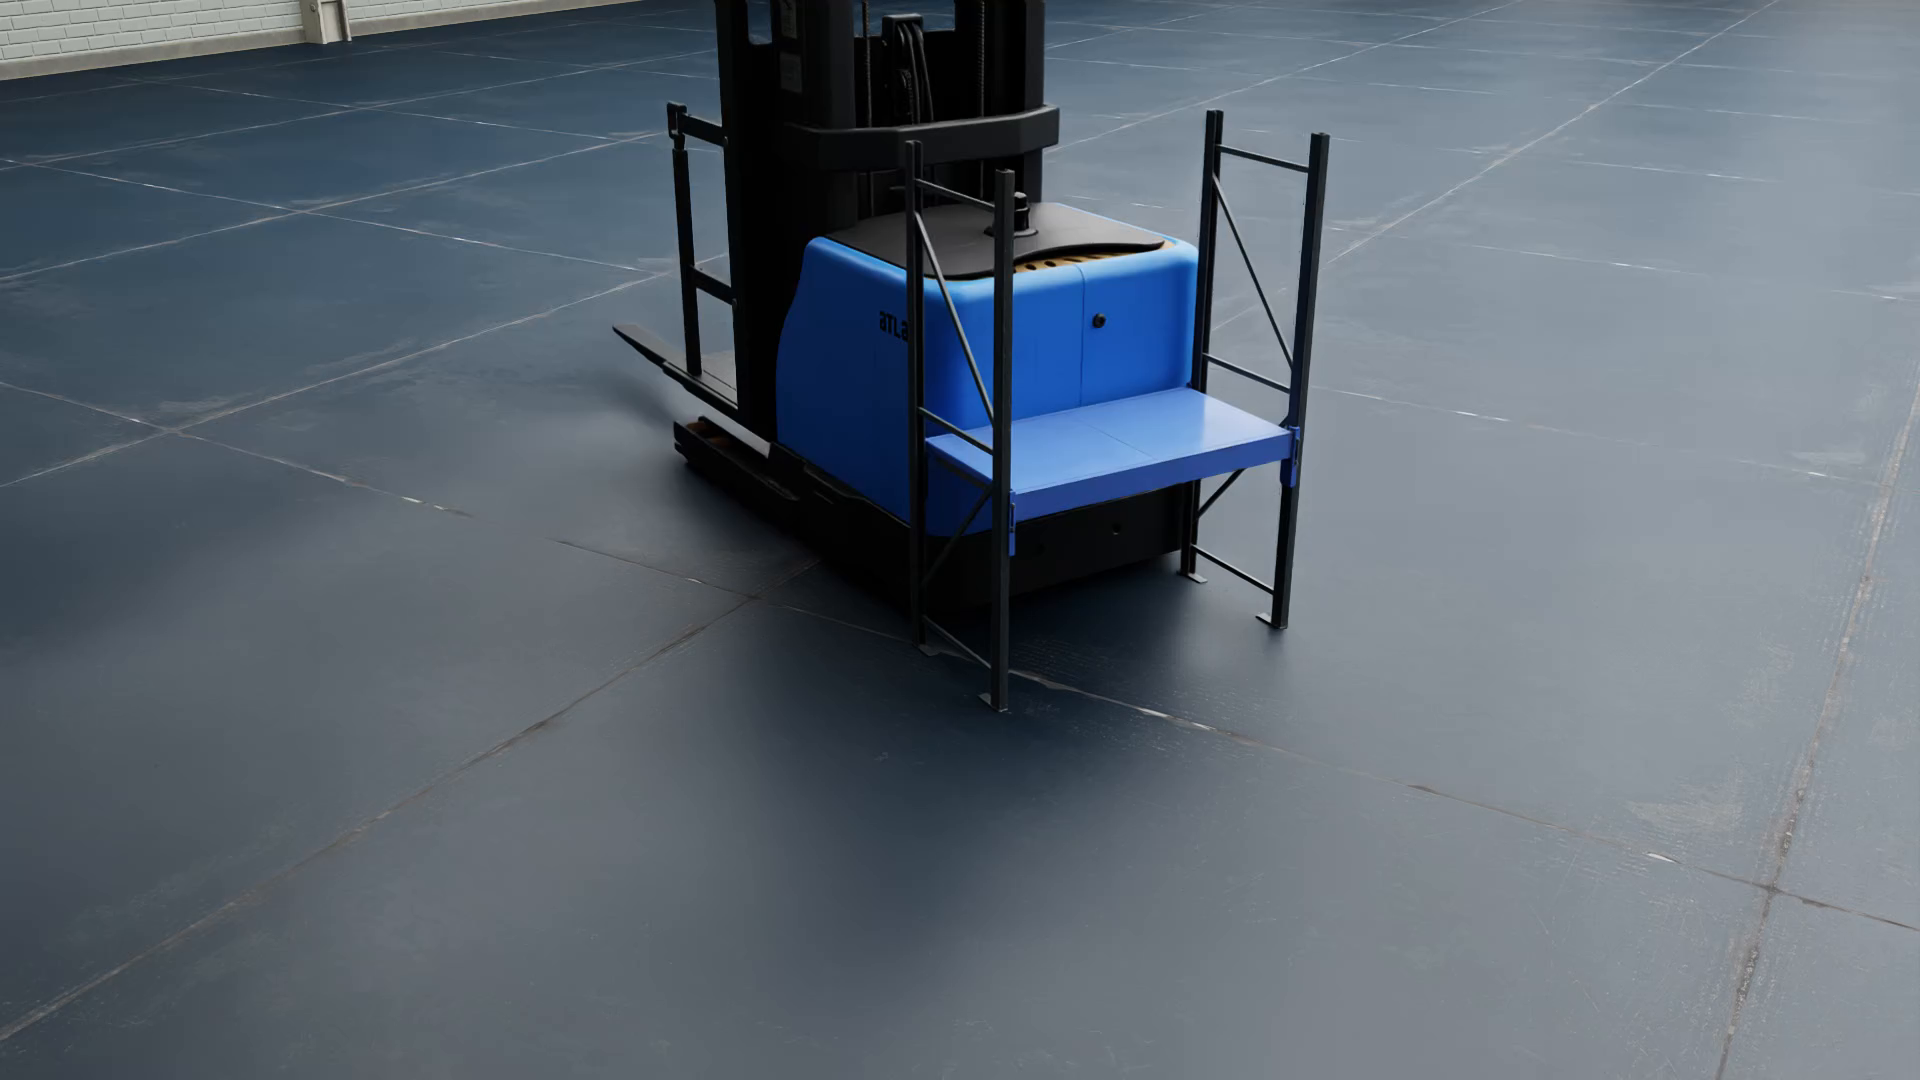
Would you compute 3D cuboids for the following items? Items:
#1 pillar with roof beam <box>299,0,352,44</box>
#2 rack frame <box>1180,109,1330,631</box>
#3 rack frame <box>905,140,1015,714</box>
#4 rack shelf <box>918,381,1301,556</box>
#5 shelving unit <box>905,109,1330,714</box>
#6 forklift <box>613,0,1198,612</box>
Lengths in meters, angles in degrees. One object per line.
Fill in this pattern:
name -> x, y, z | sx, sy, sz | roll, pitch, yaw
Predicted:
pillar with roof beam -> -3.453, -8.843, 14.850 | 9.100, 9.000, 0.400 | 14, 27, 29
rack frame -> 0.867, -0.498, 5.012 | 0.032, 1.500, 0.500 | -13, 27, -28
rack frame -> -0.007, -0.291, 4.535 | 0.032, 1.500, 0.500 | -13, 27, -28
rack shelf -> 0.430, -0.229, 4.845 | 1.000, 0.185, 0.538 | -13, 27, -28
shelving unit -> 0.430, -0.395, 4.773 | 1.048, 1.500, 0.538 | -13, 27, -28
forklift -> -0.446, -1.663, 5.901 | 1.130, 2.935, 3.031 | -14, 27, -30
